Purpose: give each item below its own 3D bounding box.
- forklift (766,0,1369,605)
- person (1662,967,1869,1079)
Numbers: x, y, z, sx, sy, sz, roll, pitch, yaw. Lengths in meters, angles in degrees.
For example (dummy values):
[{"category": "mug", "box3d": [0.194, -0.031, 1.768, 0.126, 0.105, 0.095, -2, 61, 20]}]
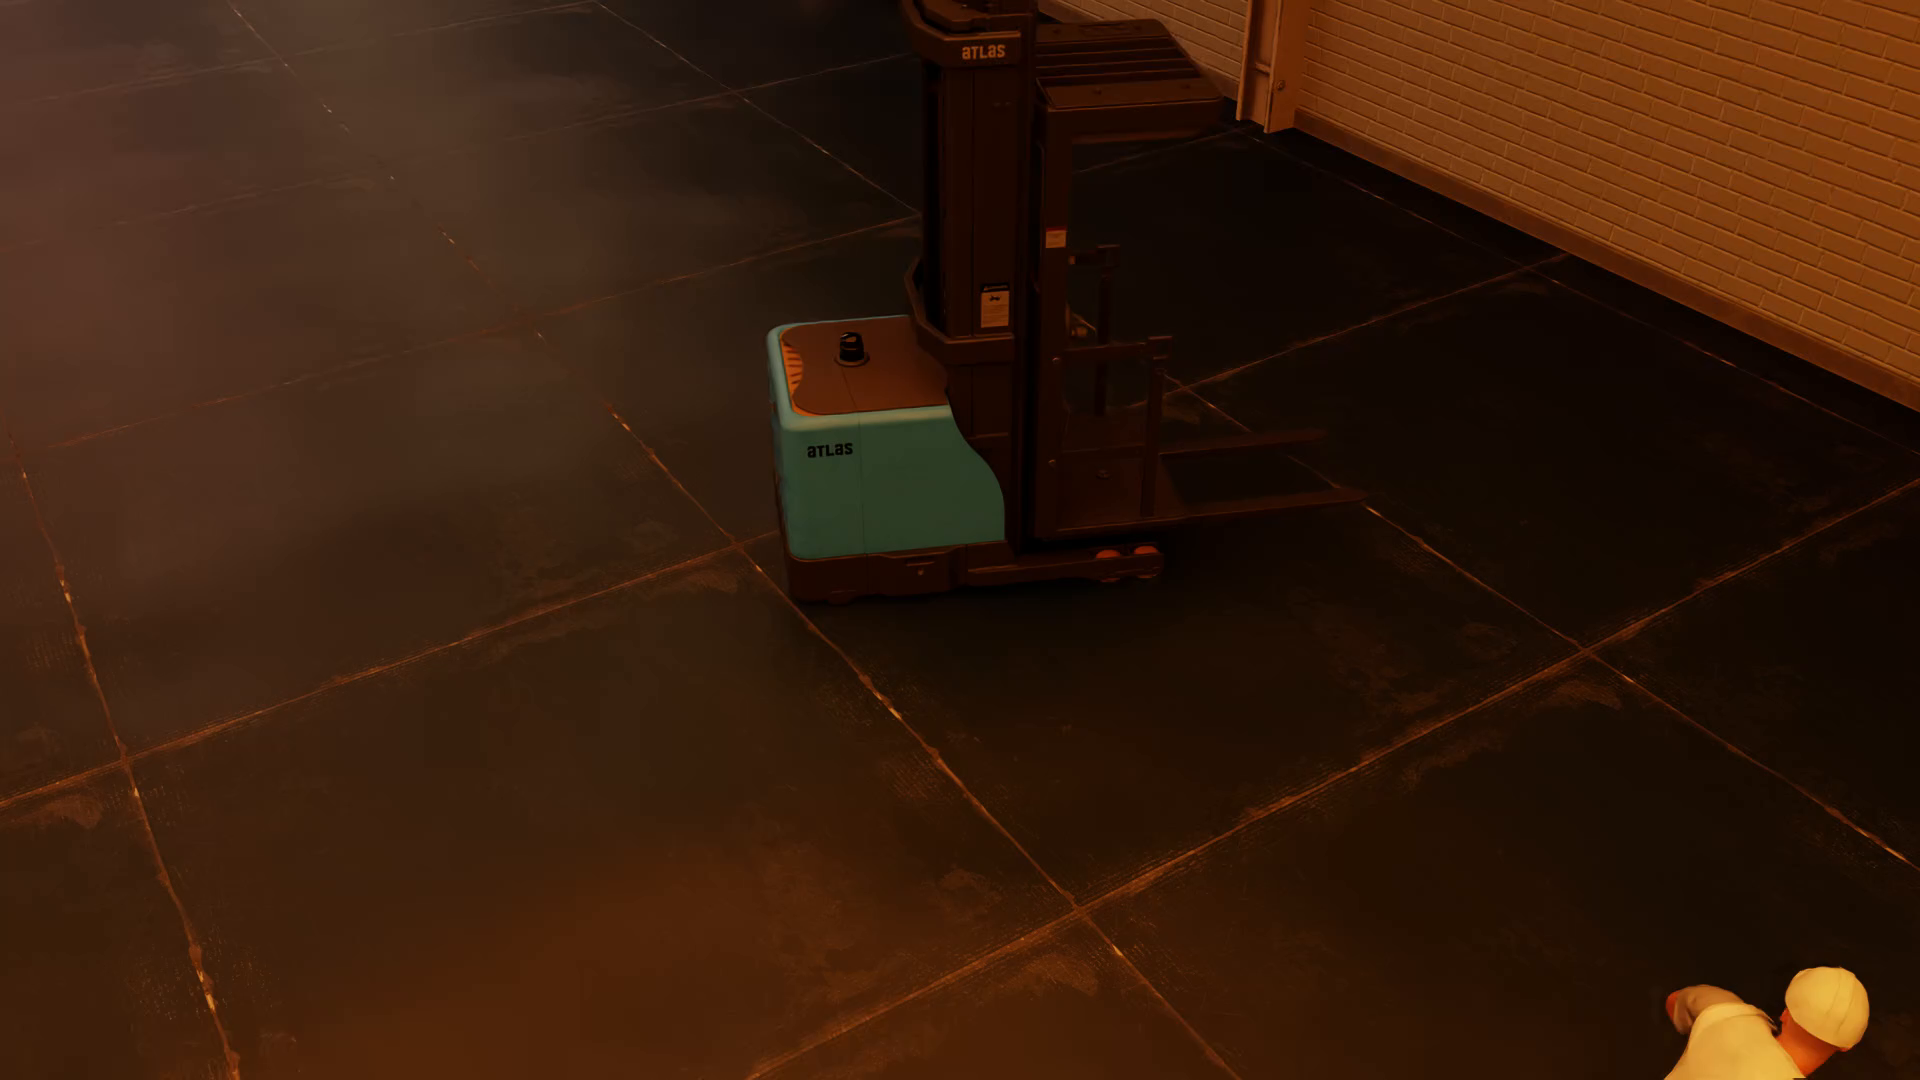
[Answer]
[{"category": "forklift", "box3d": [0.578, -1.279, 7.968, 3.031, 2.935, 1.130, -6, 35, -8]}, {"category": "person", "box3d": [2.102, 1.838, 4.738, 0.543, 1.614, 0.990, 8, 36, 11]}]
